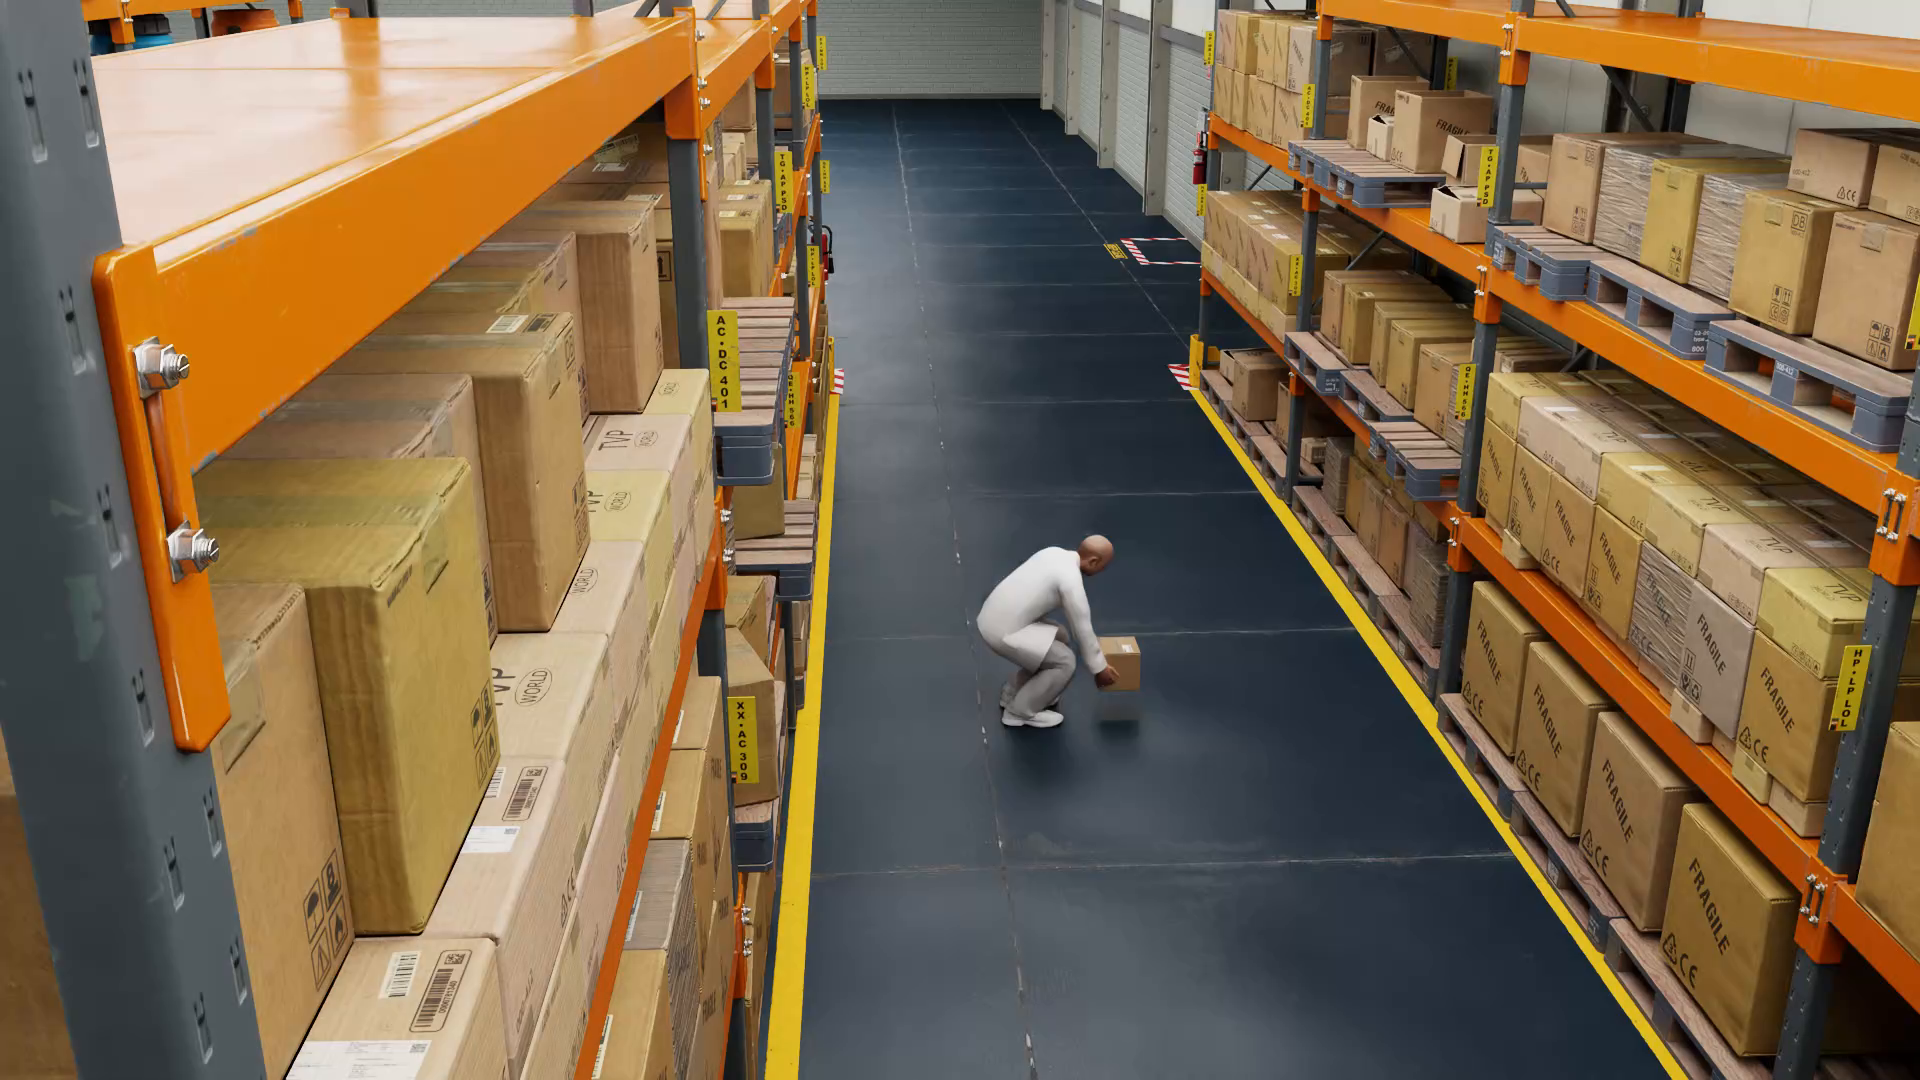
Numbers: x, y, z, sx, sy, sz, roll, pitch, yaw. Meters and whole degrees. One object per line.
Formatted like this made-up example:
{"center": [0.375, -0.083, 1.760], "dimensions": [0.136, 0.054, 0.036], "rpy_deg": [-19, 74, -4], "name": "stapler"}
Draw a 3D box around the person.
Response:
{"center": [0.524, 0.535, 10.082], "dimensions": [0.851, 1.129, 0.619], "rpy_deg": [-1, 20, -3], "name": "person"}
